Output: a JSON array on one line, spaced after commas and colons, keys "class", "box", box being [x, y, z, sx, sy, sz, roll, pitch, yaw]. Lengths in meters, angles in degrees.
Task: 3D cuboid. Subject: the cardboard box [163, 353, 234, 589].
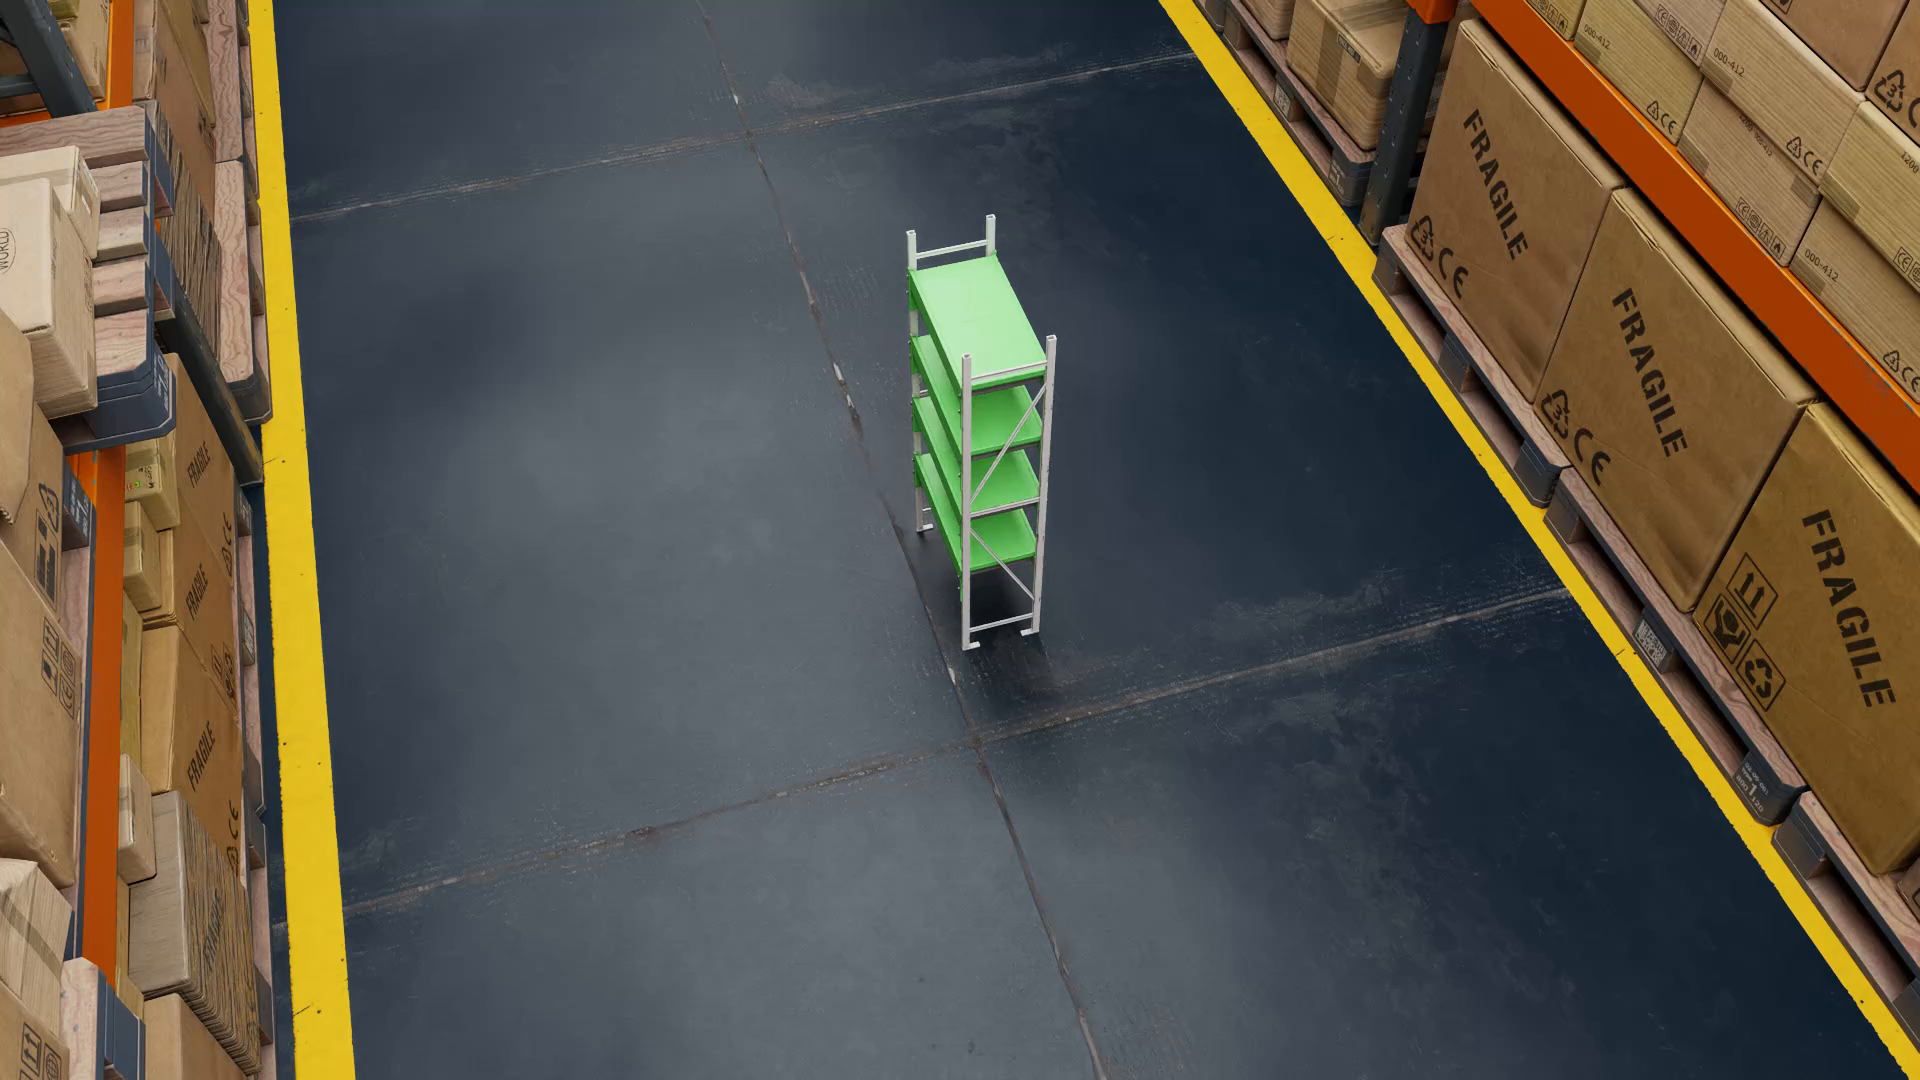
[{"class": "cardboard box", "box": [-2.426, -0.148, 4.773, 0.500, 0.500, 0.500, -12, 51, -10]}]

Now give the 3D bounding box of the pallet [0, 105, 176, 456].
[{"class": "pallet", "box": [-2.489, -0.538, 3.867, 1.213, 0.211, 1.003, -13, 51, -11]}]

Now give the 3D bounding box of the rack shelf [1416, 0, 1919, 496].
[{"class": "rack shelf", "box": [2.576, -0.511, 4.190, 1.077, 0.370, 4.000, -13, 51, -11]}]

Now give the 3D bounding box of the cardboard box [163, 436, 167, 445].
[{"class": "cardboard box", "box": [-2.368, -0.314, 4.489, 0.380, 0.149, 0.250, -16, 52, -13]}]

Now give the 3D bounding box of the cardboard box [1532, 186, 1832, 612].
[{"class": "cardboard box", "box": [2.369, -0.479, 4.807, 0.875, 0.875, 0.875, -13, 51, -11]}]

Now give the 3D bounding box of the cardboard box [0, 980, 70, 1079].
[{"class": "cardboard box", "box": [-1.656, 0.893, 2.195, 0.700, 0.500, 0.500, -13, 51, -11]}]

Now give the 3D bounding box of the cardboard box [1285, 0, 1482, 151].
[{"class": "cardboard box", "box": [1.827, -1.907, 6.340, 0.950, 0.372, 0.625, -16, 52, -13]}]

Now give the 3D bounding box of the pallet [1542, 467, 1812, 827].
[{"class": "pallet", "box": [2.503, 0.177, 4.963, 1.003, 0.211, 1.213, -13, 51, -11]}]

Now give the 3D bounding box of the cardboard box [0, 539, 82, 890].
[{"class": "cardboard box", "box": [-1.888, 0.320, 2.679, 0.700, 0.500, 0.500, -14, 51, -11]}]

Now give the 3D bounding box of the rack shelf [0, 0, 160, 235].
[{"class": "rack shelf", "box": [-3.348, -2.308, 5.704, 1.077, 0.370, 4.000, -13, 51, -11]}]

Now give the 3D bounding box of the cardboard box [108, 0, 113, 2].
[{"class": "cardboard box", "box": [-2.798, -1.778, 4.885, 0.500, 0.250, 0.500, -14, 51, -12]}]

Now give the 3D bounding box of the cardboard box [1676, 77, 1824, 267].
[{"class": "cardboard box", "box": [2.207, -0.986, 4.217, 0.500, 0.250, 0.500, -12, 51, -10]}]

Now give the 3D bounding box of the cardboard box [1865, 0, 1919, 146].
[{"class": "cardboard box", "box": [2.337, -1.032, 3.439, 0.500, 0.500, 0.500, -13, 51, -10]}]

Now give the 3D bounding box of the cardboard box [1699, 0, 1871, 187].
[{"class": "cardboard box", "box": [2.186, -1.146, 4.026, 0.500, 0.250, 0.500, -13, 51, -11]}]

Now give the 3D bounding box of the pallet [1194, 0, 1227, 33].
[{"class": "pallet", "box": [1.398, -2.766, 7.443, 1.003, 0.211, 1.213, -13, 51, -11]}]

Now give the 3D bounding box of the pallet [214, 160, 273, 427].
[{"class": "pallet", "box": [-2.962, -0.790, 5.778, 1.003, 0.211, 1.213, -13, 51, -11]}]

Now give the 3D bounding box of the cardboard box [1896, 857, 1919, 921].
[{"class": "cardboard box", "box": [2.908, 0.832, 3.701, 0.875, 0.875, 0.875, -12, 51, -10]}]

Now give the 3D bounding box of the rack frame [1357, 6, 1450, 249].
[{"class": "rack frame", "box": [1.984, -2.204, 5.146, 1.000, 3.000, 0.127, -13, 51, -11]}]

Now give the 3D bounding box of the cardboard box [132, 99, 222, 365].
[{"class": "cardboard box", "box": [-2.927, -0.907, 5.332, 0.875, 0.625, 0.625, -12, 51, -10]}]

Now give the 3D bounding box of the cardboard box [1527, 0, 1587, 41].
[{"class": "cardboard box", "box": [1.889, -1.741, 4.854, 0.500, 0.250, 0.500, -14, 51, -12]}]

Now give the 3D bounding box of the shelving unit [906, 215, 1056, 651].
[{"class": "shelving unit", "box": [0.049, -0.266, 4.689, 0.258, 1.200, 0.503, -13, 51, -11]}]

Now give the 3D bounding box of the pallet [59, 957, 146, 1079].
[{"class": "pallet", "box": [-1.705, 1.296, 2.321, 1.003, 0.211, 1.213, -13, 51, -11]}]

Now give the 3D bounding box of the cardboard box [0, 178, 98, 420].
[{"class": "cardboard box", "box": [-2.135, -0.469, 3.506, 0.500, 0.250, 0.500, -15, 52, -13]}]

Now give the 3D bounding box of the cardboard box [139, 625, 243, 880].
[{"class": "cardboard box", "box": [-2.130, 0.601, 4.142, 0.500, 0.500, 0.500, -11, 51, -9]}]

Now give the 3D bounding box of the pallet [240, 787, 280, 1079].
[{"class": "pallet", "box": [-2.214, 1.263, 4.047, 1.003, 0.211, 1.213, -13, 51, -11]}]

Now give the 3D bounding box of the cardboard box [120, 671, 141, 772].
[{"class": "cardboard box", "box": [-2.113, 0.466, 3.832, 0.380, 0.149, 0.250, -14, 51, -12]}]

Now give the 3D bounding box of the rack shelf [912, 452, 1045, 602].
[{"class": "rack shelf", "box": [0.049, -0.070, 4.922, 0.258, 0.148, 0.480, -13, 51, -11]}]

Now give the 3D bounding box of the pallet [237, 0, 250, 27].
[{"class": "pallet", "box": [-3.684, -2.572, 7.280, 1.003, 0.211, 1.213, -13, 51, -11]}]

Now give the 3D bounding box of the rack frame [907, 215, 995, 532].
[{"class": "rack frame", "box": [-0.023, -0.444, 4.840, 0.240, 1.200, 0.015, -13, 51, -11]}]

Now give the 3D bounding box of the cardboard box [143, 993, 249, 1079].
[{"class": "cardboard box", "box": [-1.812, 1.357, 3.505, 0.500, 0.500, 0.500, -15, 51, -12]}]

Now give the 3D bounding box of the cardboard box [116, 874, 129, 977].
[{"class": "cardboard box", "box": [-1.979, 0.852, 3.506, 0.380, 0.149, 0.250, -13, 51, -11]}]

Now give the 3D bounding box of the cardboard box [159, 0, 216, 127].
[{"class": "cardboard box", "box": [-3.328, -1.875, 6.147, 0.875, 0.625, 0.625, -15, 52, -12]}]

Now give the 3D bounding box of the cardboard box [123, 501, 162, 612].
[{"class": "cardboard box", "box": [-2.222, 0.080, 4.156, 0.380, 0.149, 0.250, -15, 51, -12]}]

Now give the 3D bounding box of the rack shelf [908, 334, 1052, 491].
[{"class": "rack shelf", "box": [0.049, -0.379, 4.555, 0.258, 0.148, 0.480, -13, 51, -11]}]
